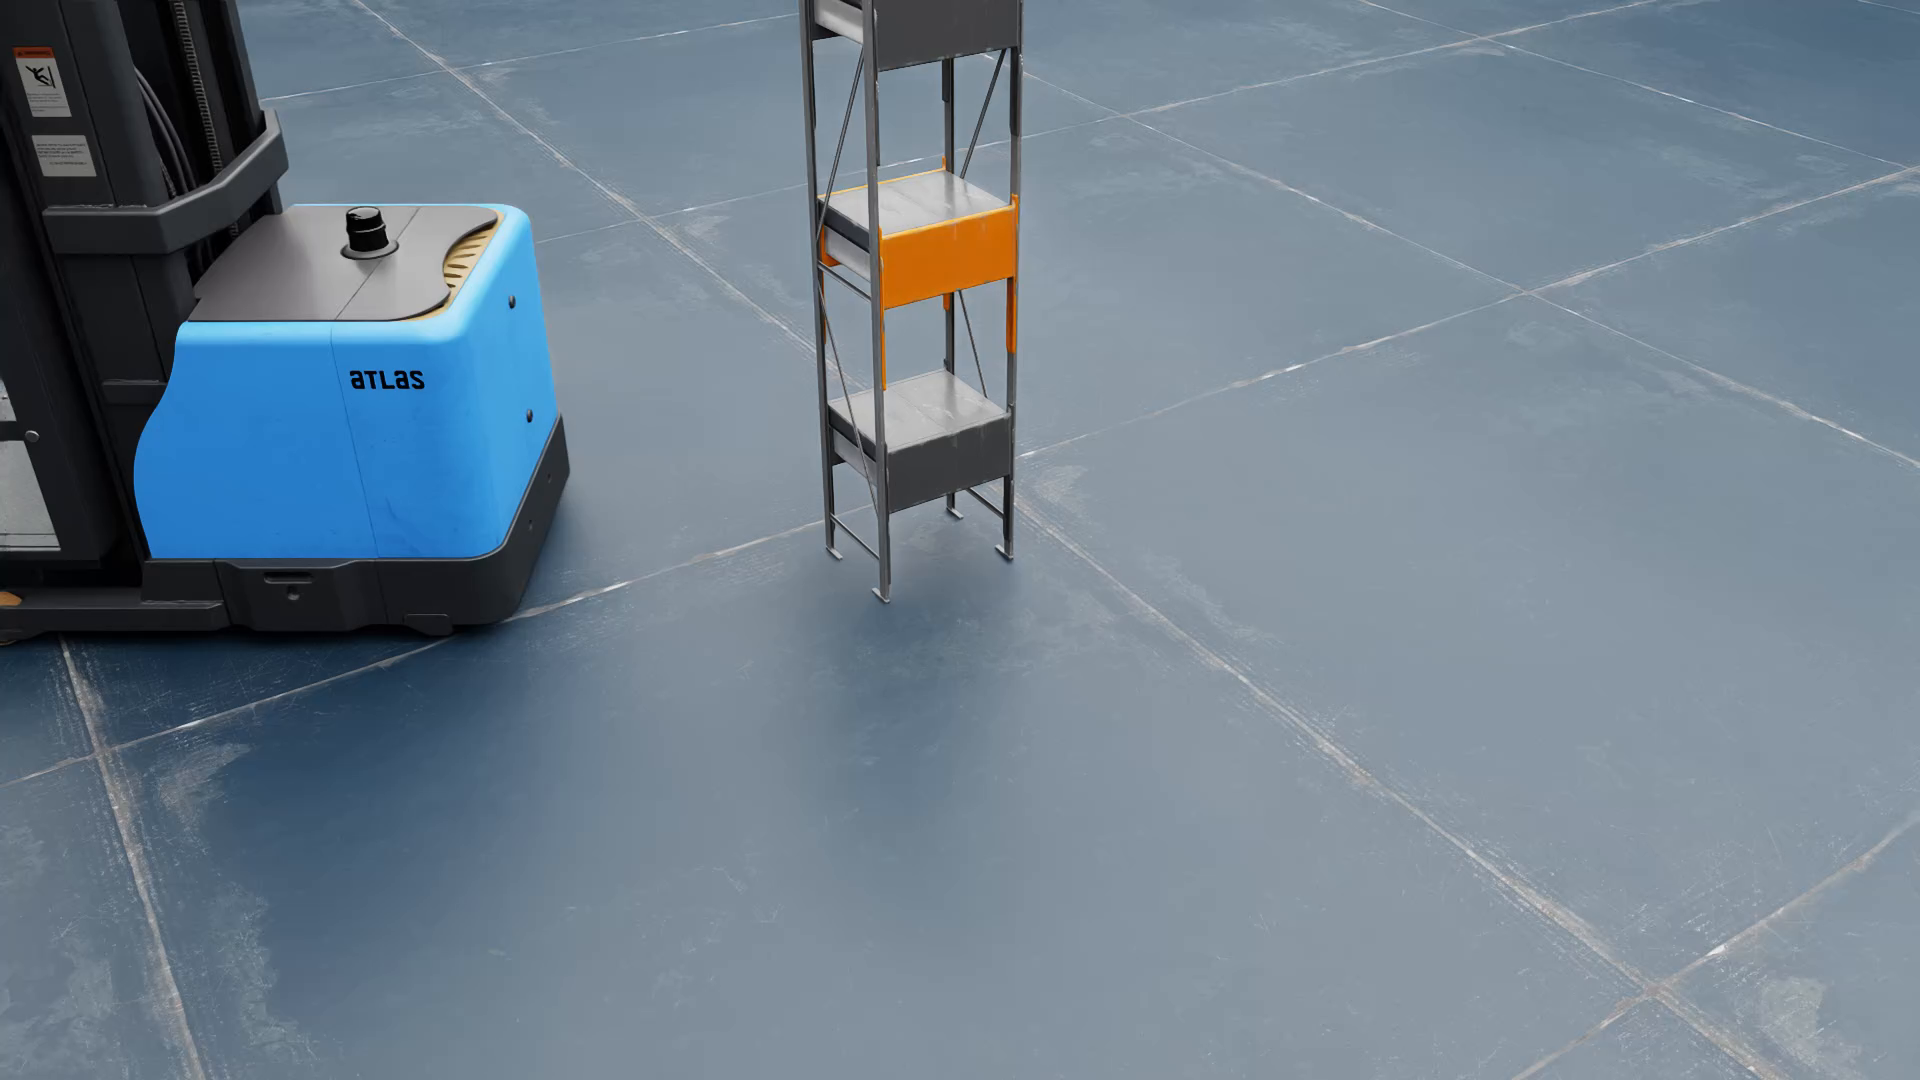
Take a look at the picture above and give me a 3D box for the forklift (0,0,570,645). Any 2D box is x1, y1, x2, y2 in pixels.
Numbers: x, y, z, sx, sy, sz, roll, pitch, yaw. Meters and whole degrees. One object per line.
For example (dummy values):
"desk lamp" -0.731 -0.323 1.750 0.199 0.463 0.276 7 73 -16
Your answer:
"forklift" -2.921 -1.193 4.893 3.031 2.935 1.130 0 32 0

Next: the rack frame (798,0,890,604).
"rack frame" -0.344 -0.770 5.002 0.015 2.100 0.400 -19 37 -27

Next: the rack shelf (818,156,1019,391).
"rack shelf" -0.139 -0.829 5.121 0.480 0.518 0.431 -19 37 -27

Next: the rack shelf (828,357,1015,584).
"rack shelf" -0.139 -0.237 5.495 0.480 0.518 0.431 -19 37 -27

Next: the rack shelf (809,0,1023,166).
"rack shelf" -0.139 -1.421 4.748 0.480 0.518 0.431 -19 37 -27

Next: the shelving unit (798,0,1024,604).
"shelving unit" -0.139 -0.840 5.114 0.503 2.100 0.431 -19 37 -27

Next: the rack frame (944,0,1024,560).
"rack frame" 0.066 -0.911 5.226 0.015 2.100 0.400 -19 37 -27
